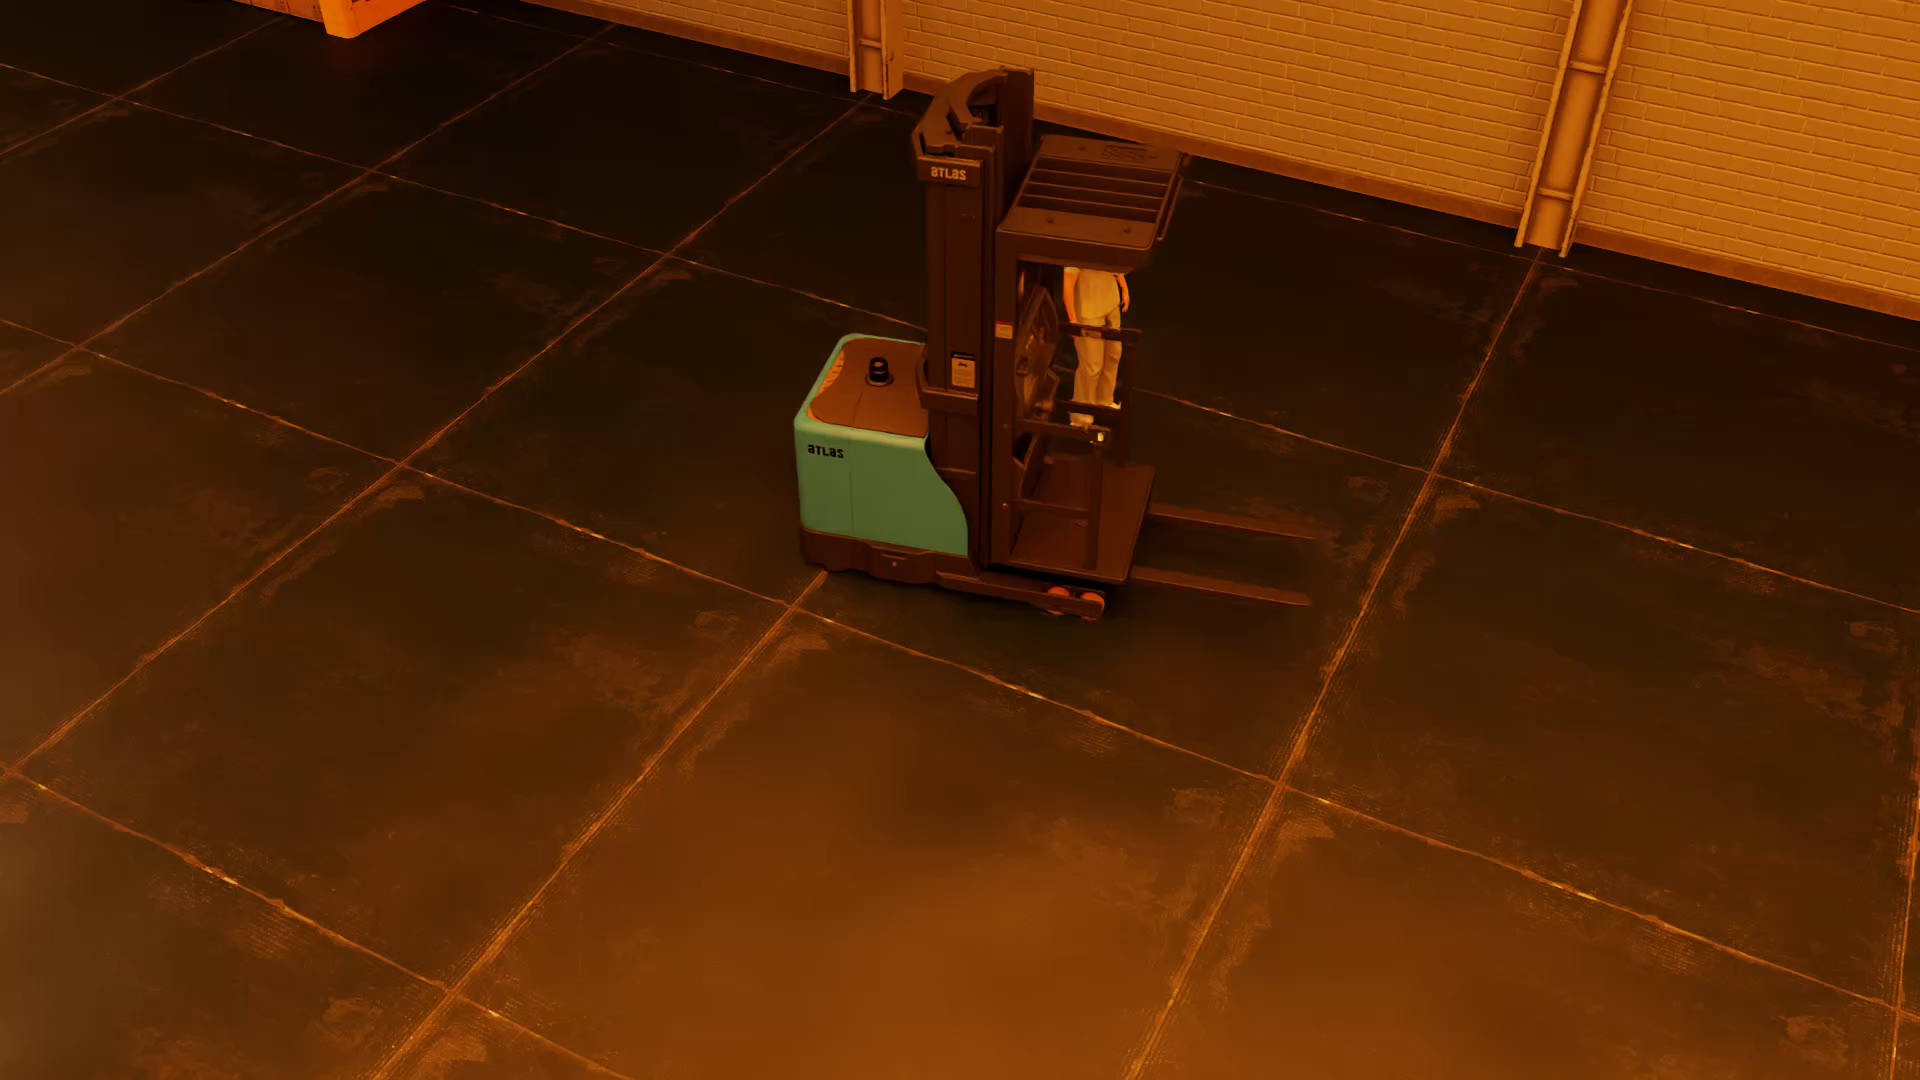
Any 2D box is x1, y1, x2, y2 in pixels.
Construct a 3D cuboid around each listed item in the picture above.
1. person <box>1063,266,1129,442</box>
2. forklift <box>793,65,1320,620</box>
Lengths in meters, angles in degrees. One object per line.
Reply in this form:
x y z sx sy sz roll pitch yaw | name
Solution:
0.908 -1.476 10.716 0.466 1.674 0.558 28 48 30 | person
0.610 -1.033 9.212 3.031 2.935 1.130 9 41 11 | forklift
